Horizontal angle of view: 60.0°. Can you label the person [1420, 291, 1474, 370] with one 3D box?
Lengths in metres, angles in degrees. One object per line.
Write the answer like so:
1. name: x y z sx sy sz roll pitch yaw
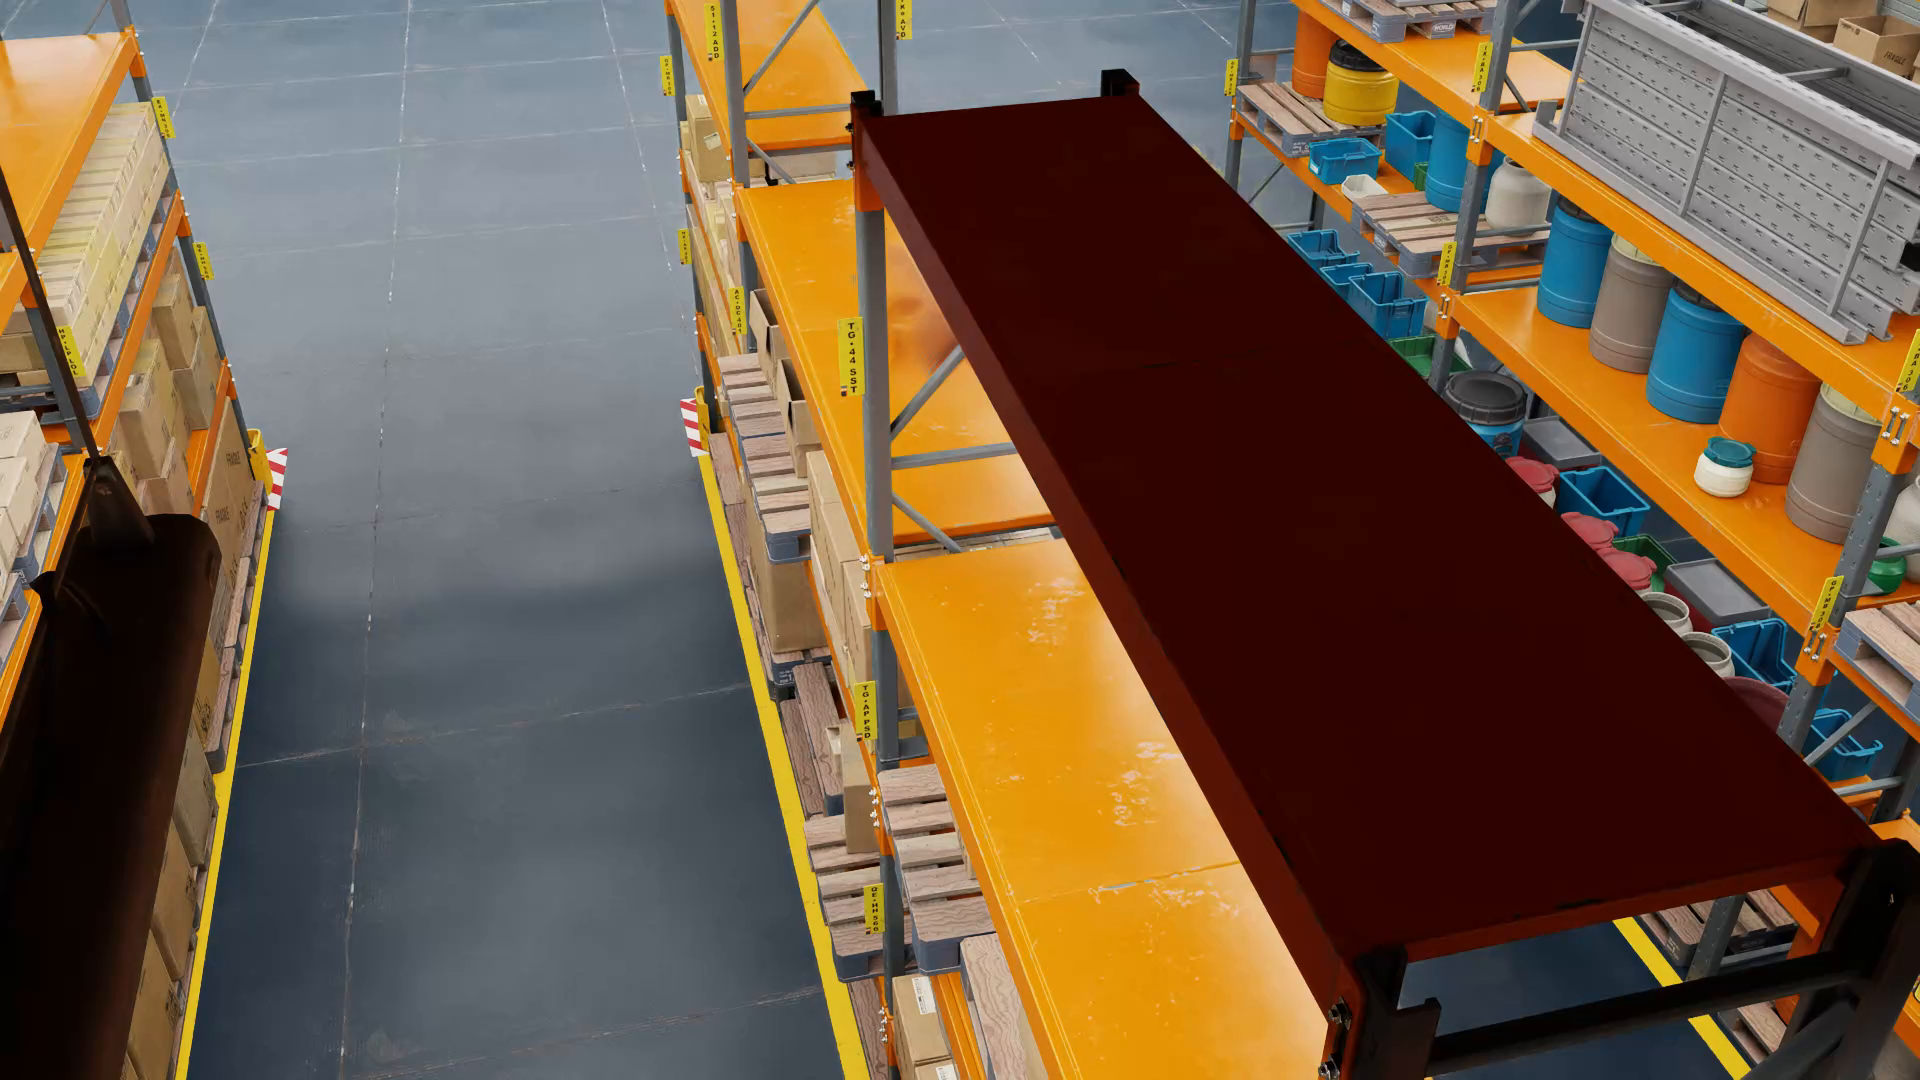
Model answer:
1. person: 4.621 -2.255 15.760 0.712 1.753 1.043 -11 36 -15
